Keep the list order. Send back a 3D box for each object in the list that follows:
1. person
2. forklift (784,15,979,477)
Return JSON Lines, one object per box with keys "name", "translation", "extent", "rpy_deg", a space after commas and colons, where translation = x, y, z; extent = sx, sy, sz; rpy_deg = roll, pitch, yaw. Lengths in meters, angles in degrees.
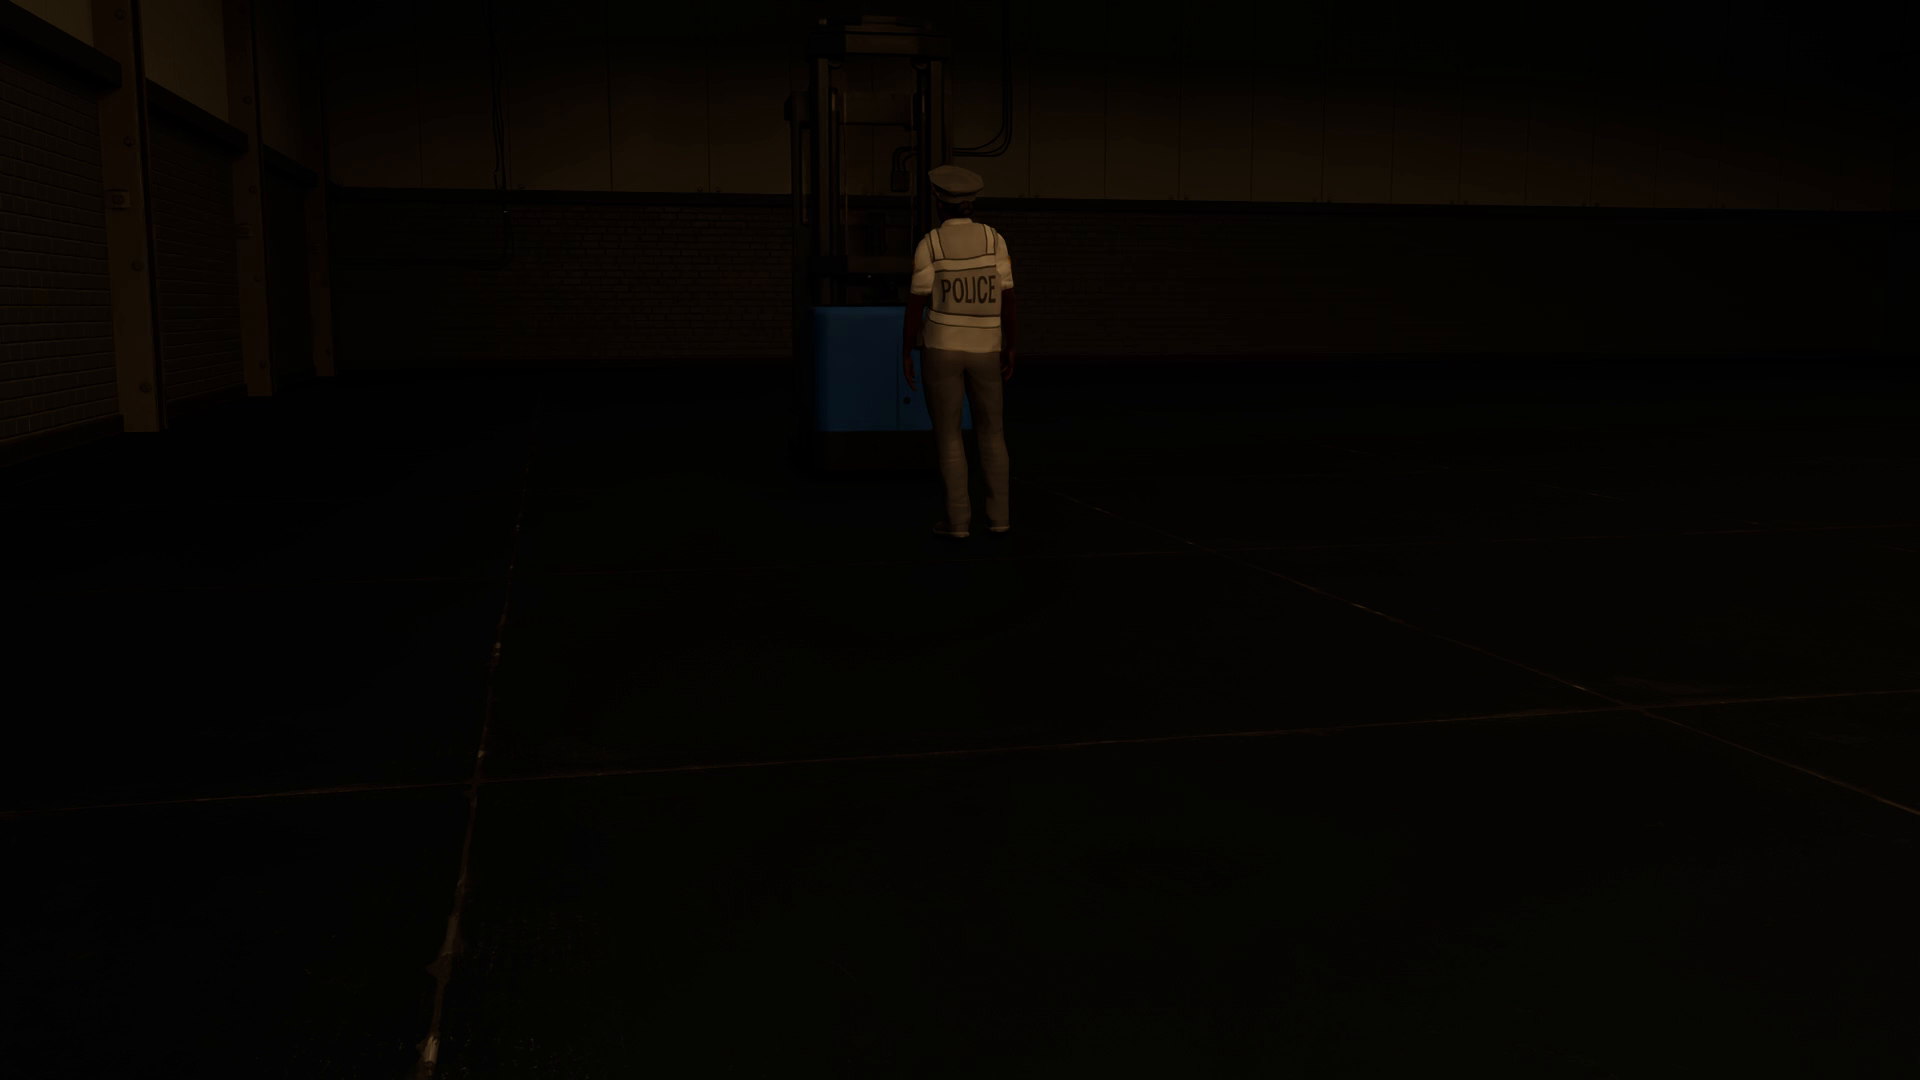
{"name": "person", "translation": [0.002, -0.857, 7.666], "extent": [0.569, 1.695, 0.528], "rpy_deg": [-2, 8, -13]}
{"name": "forklift", "translation": [-0.638, -2.023, 11.581], "extent": [1.130, 2.935, 3.031], "rpy_deg": [-1, 8, -10]}
